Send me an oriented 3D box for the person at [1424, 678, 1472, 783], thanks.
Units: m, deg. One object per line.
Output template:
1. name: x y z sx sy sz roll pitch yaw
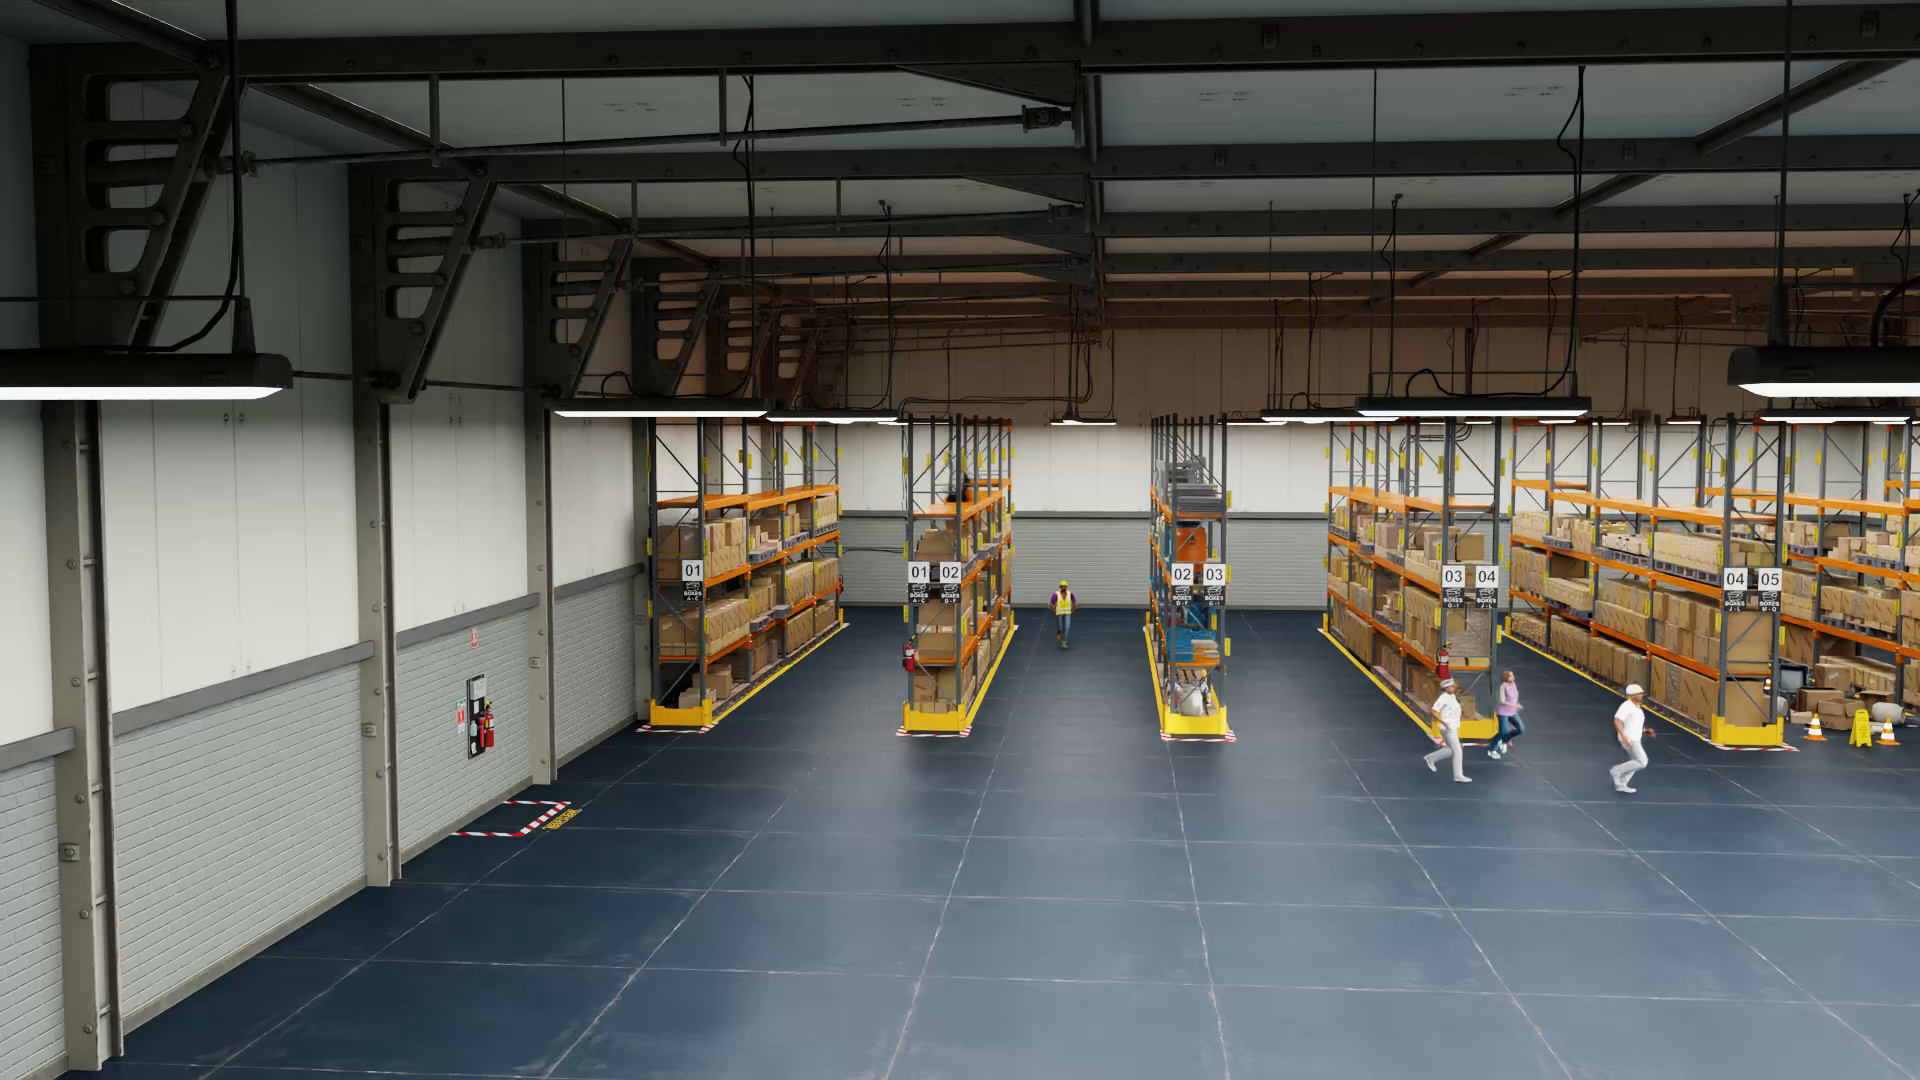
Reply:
1. person: 7.927 3.066 27.040 0.850 1.660 0.588 3 5 39

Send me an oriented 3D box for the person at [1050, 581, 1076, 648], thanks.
1. person: 2.708 1.938 43.491 0.699 1.738 0.758 0 4 -6

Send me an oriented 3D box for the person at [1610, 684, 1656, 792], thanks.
1. person: 10.539 3.112 26.042 0.620 1.712 0.689 3 5 35

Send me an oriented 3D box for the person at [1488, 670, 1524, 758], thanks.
1. person: 9.475 3.006 28.716 0.564 1.556 0.716 -3 5 -34
